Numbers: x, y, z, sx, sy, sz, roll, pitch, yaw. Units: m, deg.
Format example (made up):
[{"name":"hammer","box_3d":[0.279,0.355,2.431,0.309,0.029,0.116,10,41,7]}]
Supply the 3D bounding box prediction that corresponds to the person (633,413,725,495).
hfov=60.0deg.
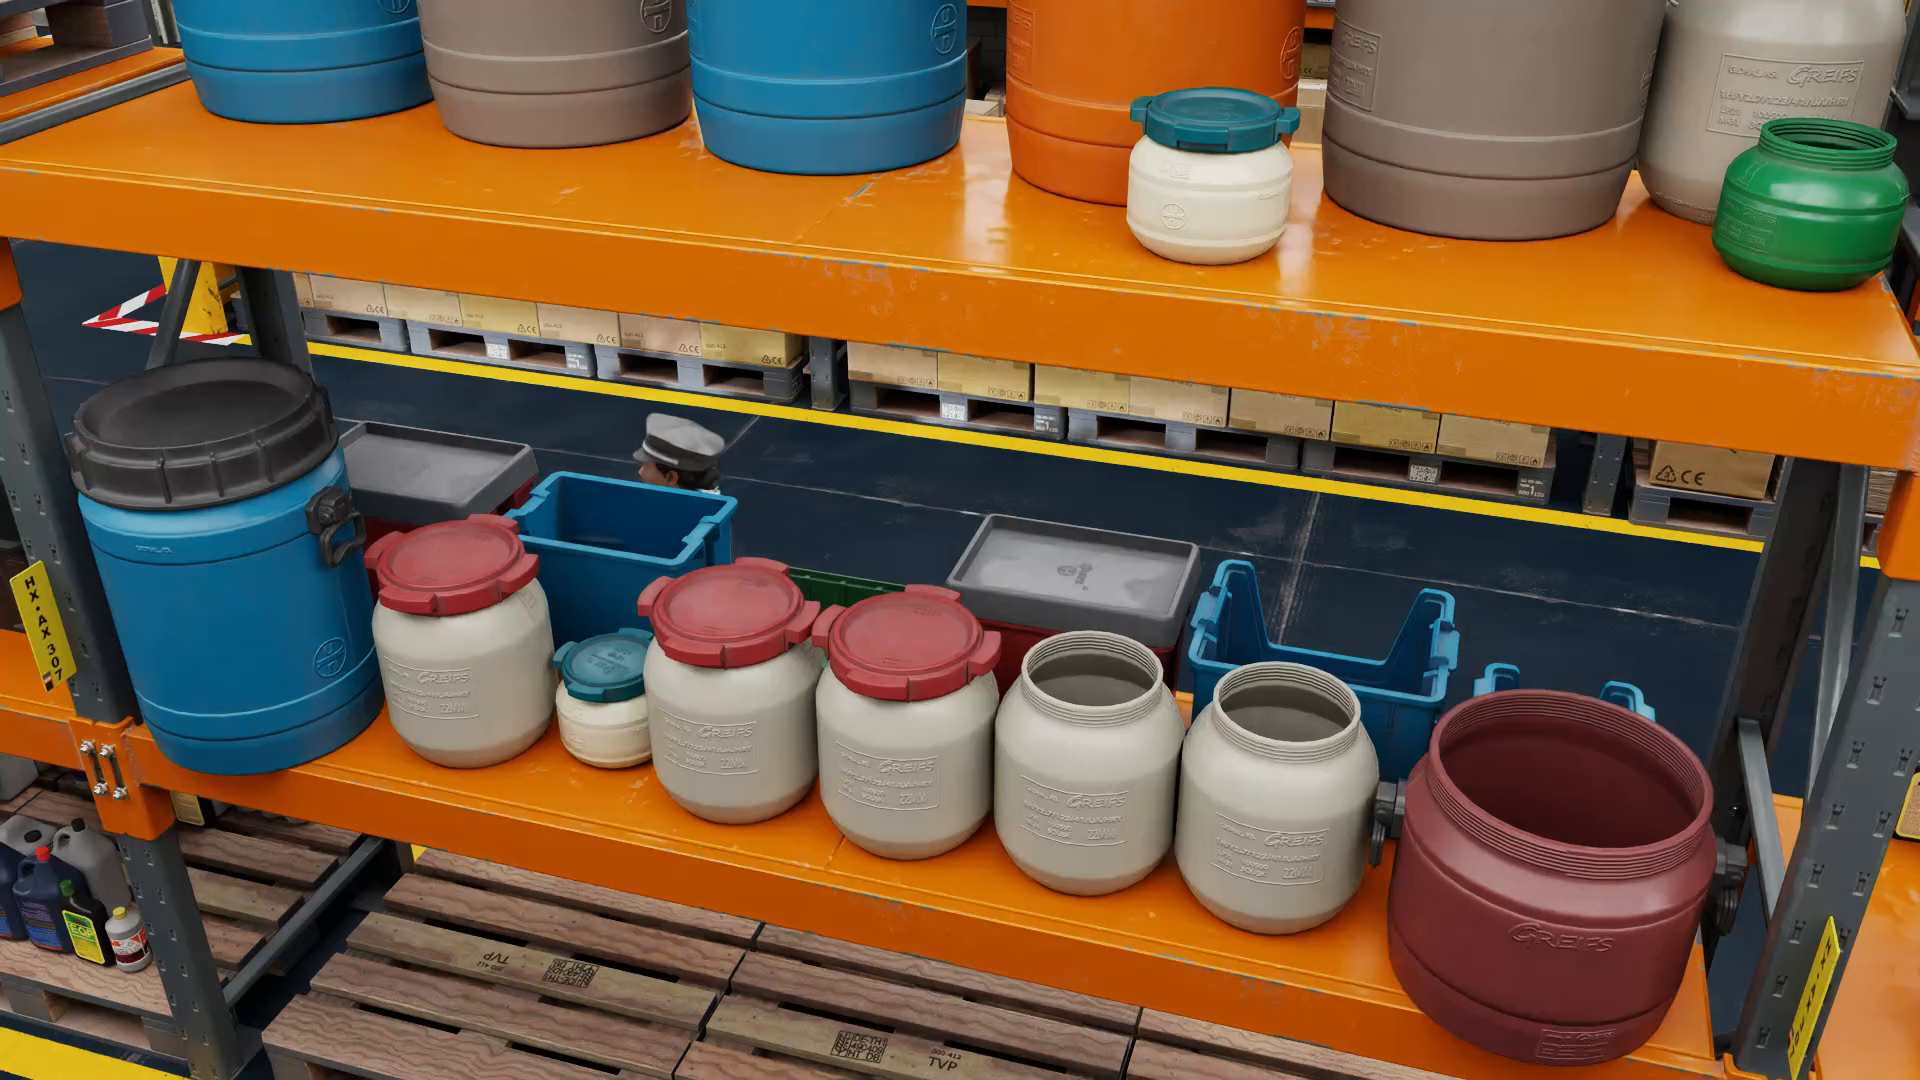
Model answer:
[{"name":"person","box_3d":[-0.945,0.381,5.381,0.481,1.694,0.515,-2,29,-3]}]
